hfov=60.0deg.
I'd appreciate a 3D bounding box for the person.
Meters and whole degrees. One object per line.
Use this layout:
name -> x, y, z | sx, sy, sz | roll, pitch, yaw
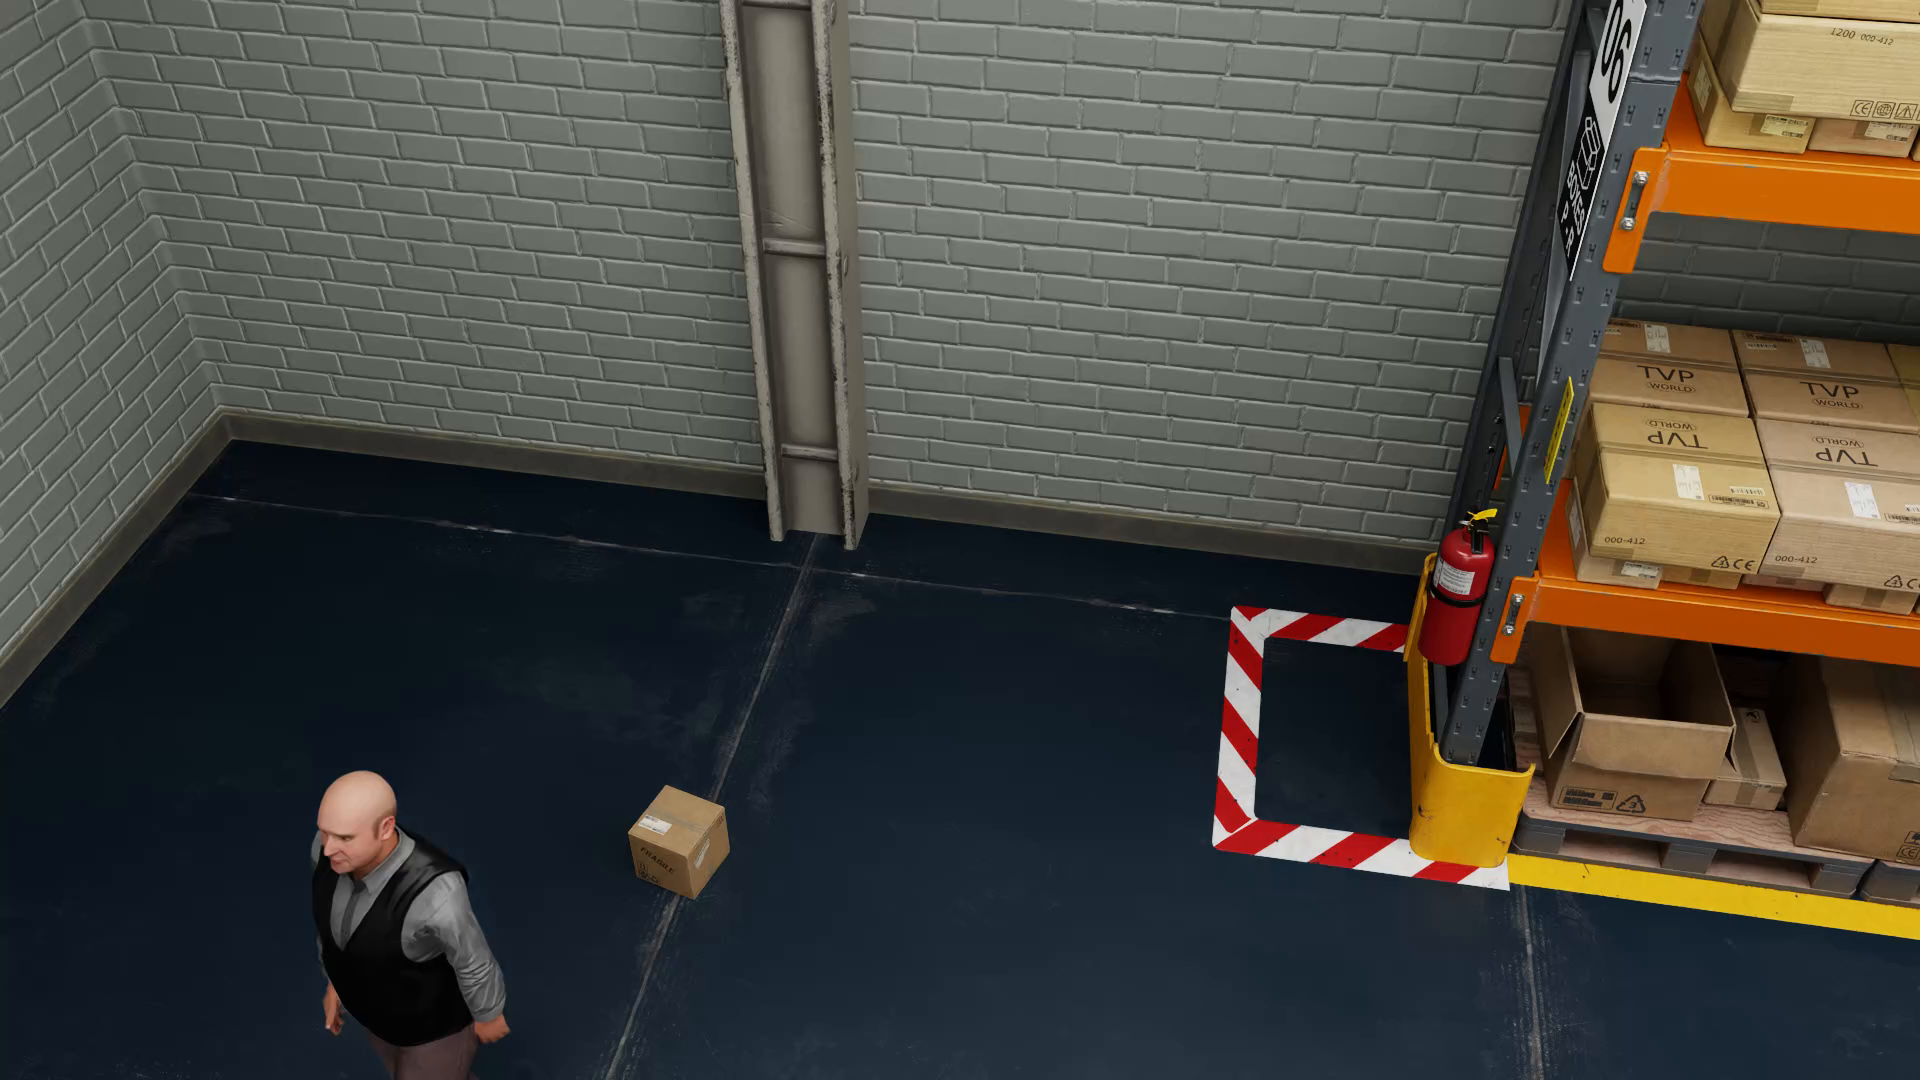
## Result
person -> -1.527, 1.298, 4.620 | 0.545, 1.733, 0.452 | 24, 46, 26
